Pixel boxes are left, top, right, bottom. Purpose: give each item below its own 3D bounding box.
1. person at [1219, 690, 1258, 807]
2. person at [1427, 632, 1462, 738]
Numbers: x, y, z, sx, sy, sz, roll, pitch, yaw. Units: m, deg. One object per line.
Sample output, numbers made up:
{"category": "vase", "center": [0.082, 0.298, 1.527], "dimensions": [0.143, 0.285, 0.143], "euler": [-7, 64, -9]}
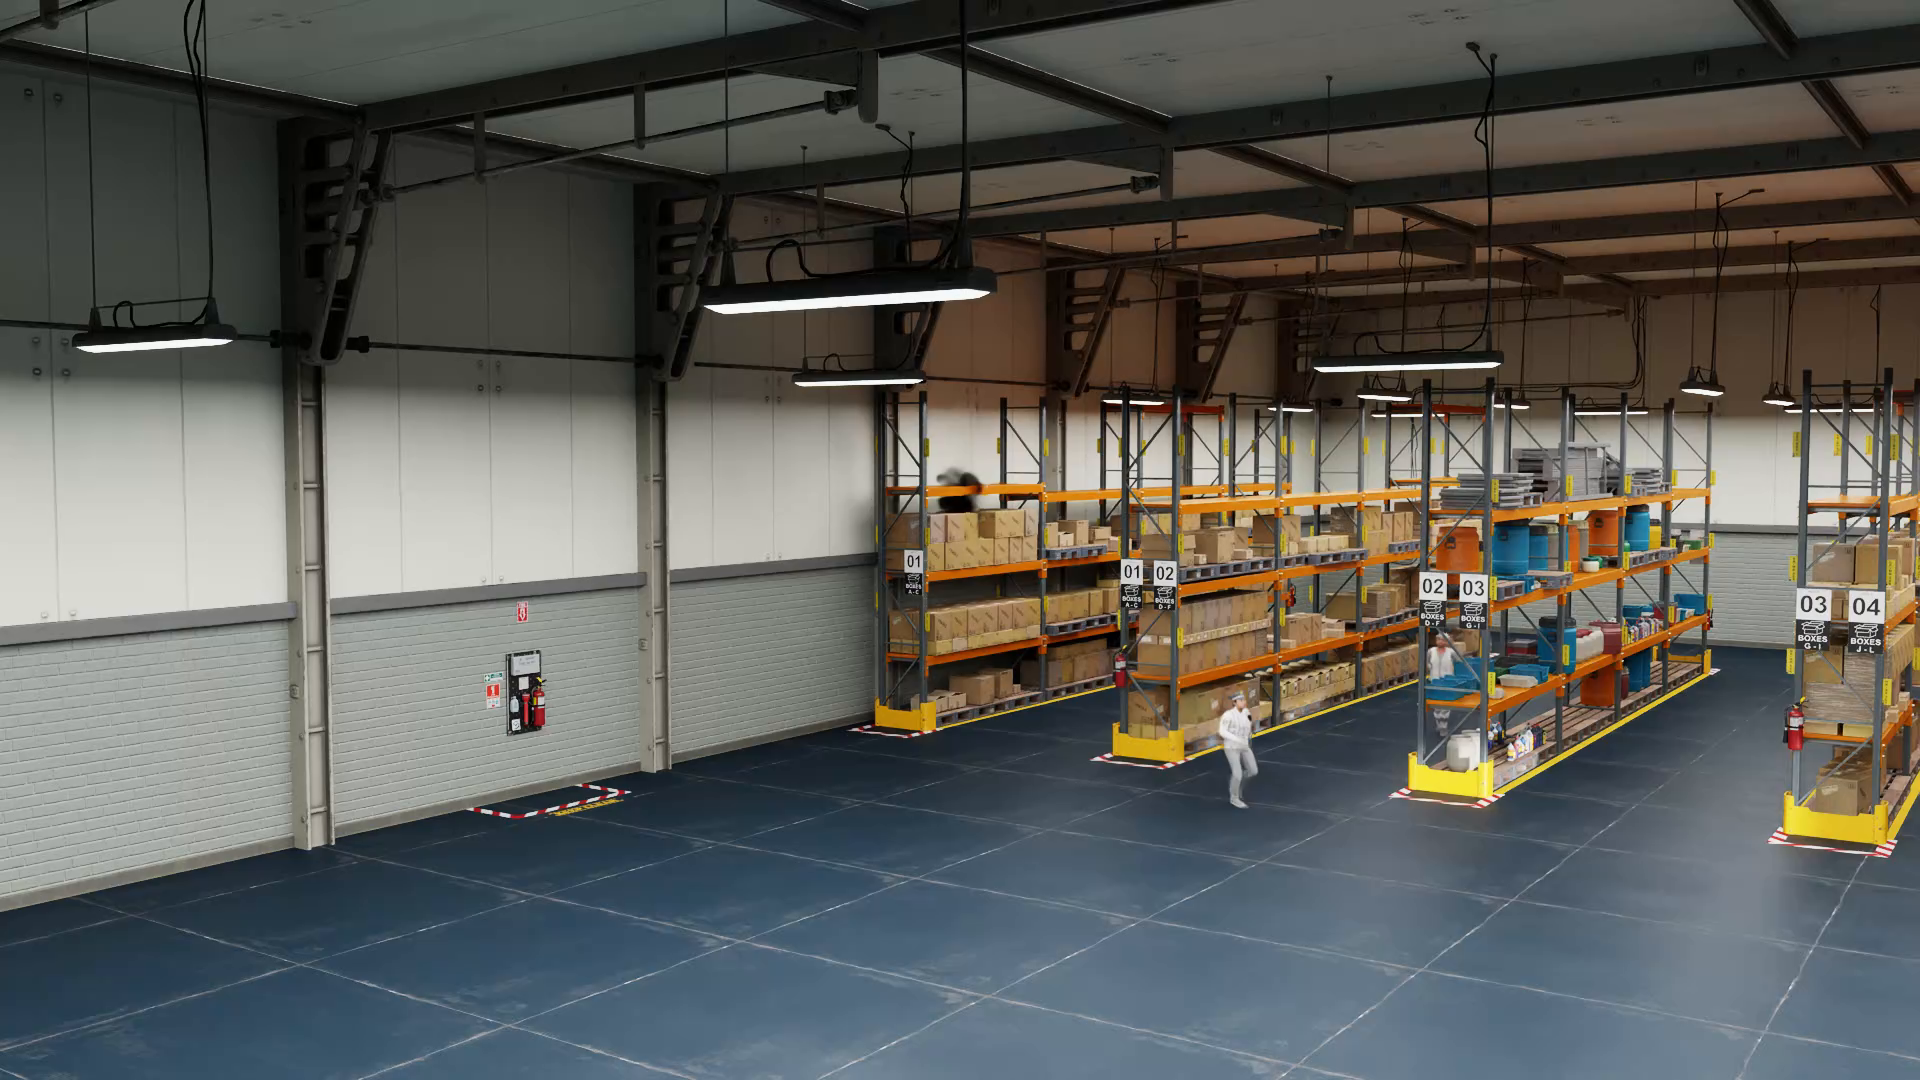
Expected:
{"category": "person", "center": [3.892, 2.903, 23.095], "dimensions": [0.624, 1.641, 0.511], "euler": [-2, 4, -27]}
{"category": "person", "center": [8.344, 2.507, 28.857], "dimensions": [0.632, 1.824, 0.705], "euler": [2, 4, 27]}
